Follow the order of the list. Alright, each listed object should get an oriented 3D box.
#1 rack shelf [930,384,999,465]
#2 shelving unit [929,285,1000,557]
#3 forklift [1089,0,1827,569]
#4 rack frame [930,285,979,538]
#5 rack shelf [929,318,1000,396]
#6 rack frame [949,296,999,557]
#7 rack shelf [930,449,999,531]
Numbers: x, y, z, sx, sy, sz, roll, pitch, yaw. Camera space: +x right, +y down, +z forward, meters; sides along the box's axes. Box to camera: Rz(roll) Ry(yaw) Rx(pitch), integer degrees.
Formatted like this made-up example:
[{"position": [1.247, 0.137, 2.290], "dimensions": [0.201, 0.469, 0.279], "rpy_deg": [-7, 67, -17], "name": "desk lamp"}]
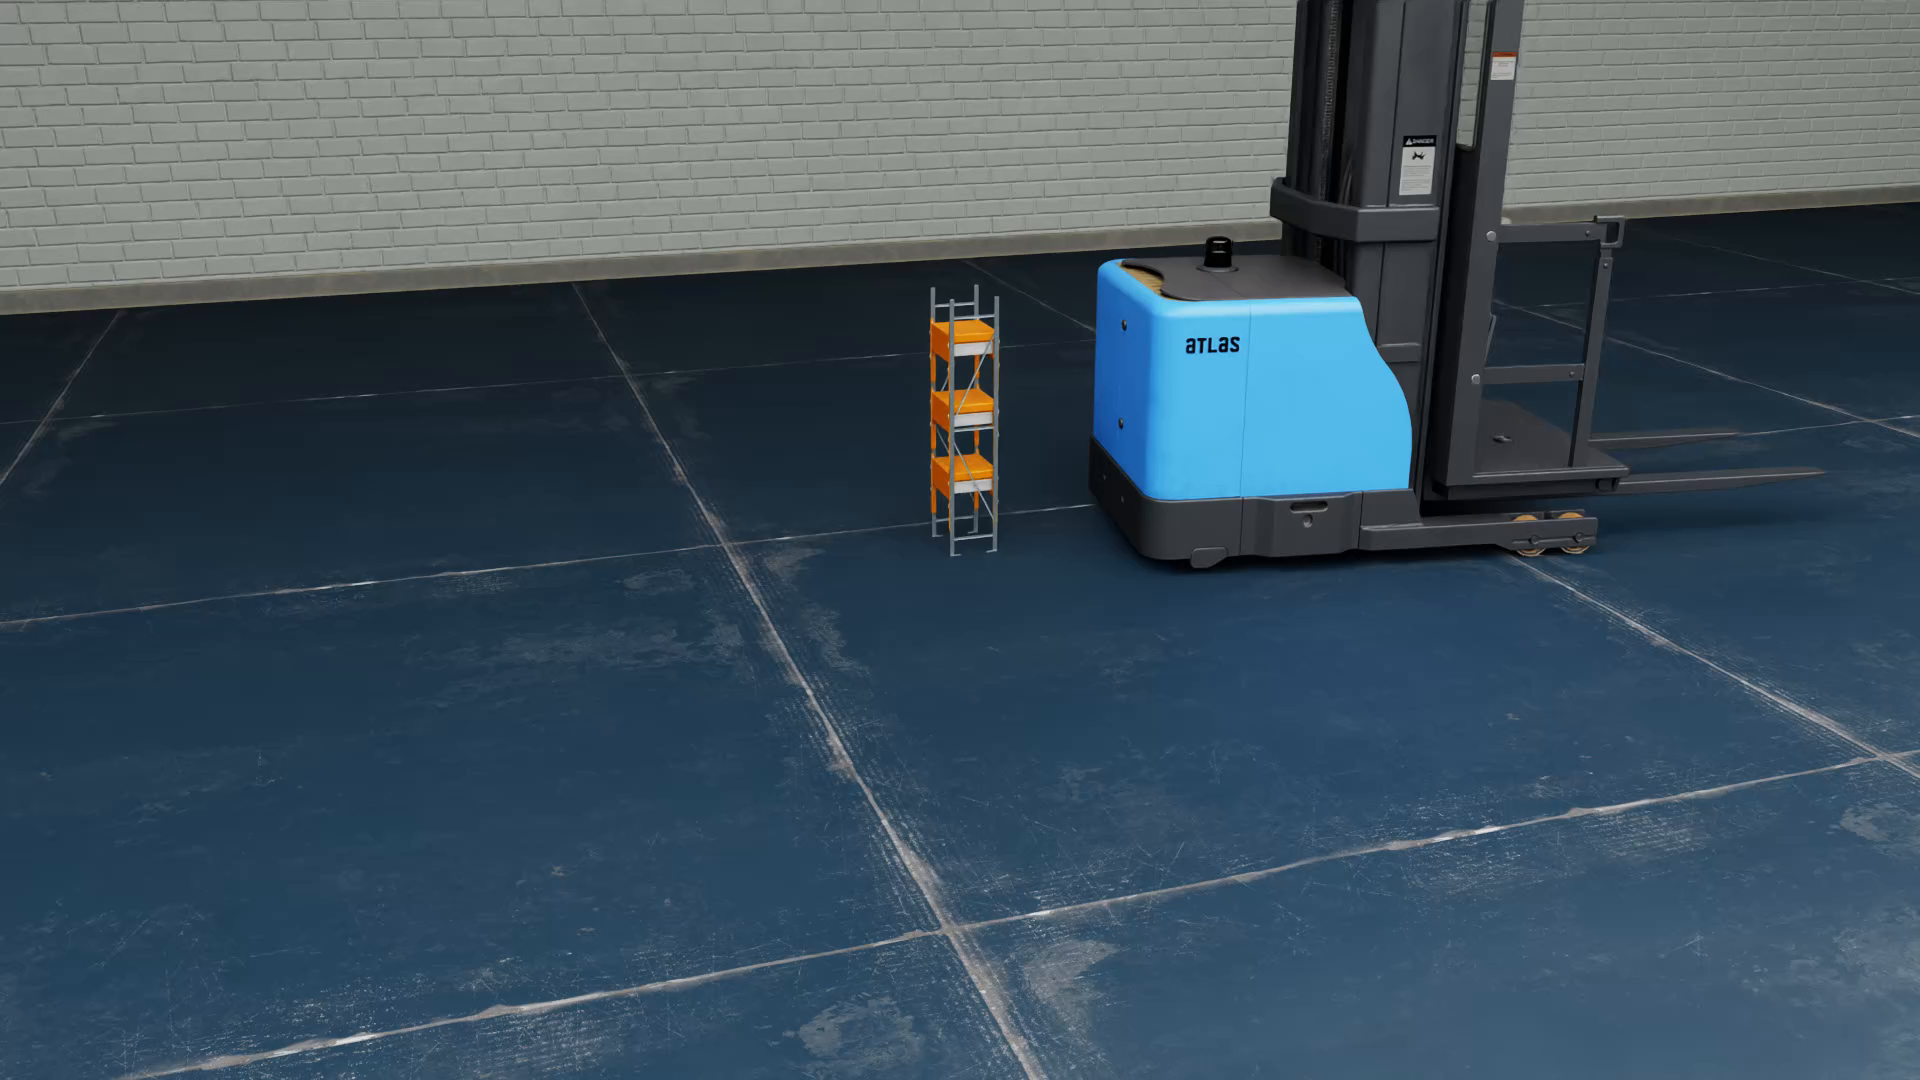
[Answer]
[{"position": [0.017, -0.467, 6.695], "dimensions": [0.215, 0.259, 0.240], "rpy_deg": [-6, 21, -17], "name": "rack shelf"}, {"position": [0.017, -0.477, 6.691], "dimensions": [0.215, 1.050, 0.252], "rpy_deg": [-6, 21, -17], "name": "shelving unit"}, {"position": [2.133, -1.485, 6.714], "dimensions": [3.031, 2.935, 1.130], "rpy_deg": [-3, 20, -9], "name": "forklift"}, {"position": [-0.022, -0.516, 6.800], "dimensions": [0.200, 1.050, 0.008], "rpy_deg": [-6, 21, -17], "name": "rack frame"}, {"position": [0.017, -0.734, 6.599], "dimensions": [0.215, 0.259, 0.240], "rpy_deg": [-6, 21, -17], "name": "rack shelf"}, {"position": [0.055, -0.438, 6.582], "dimensions": [0.200, 1.050, 0.008], "rpy_deg": [-6, 21, -17], "name": "rack frame"}, {"position": [0.017, -0.205, 6.789], "dimensions": [0.215, 0.259, 0.240], "rpy_deg": [-6, 21, -17], "name": "rack shelf"}]
